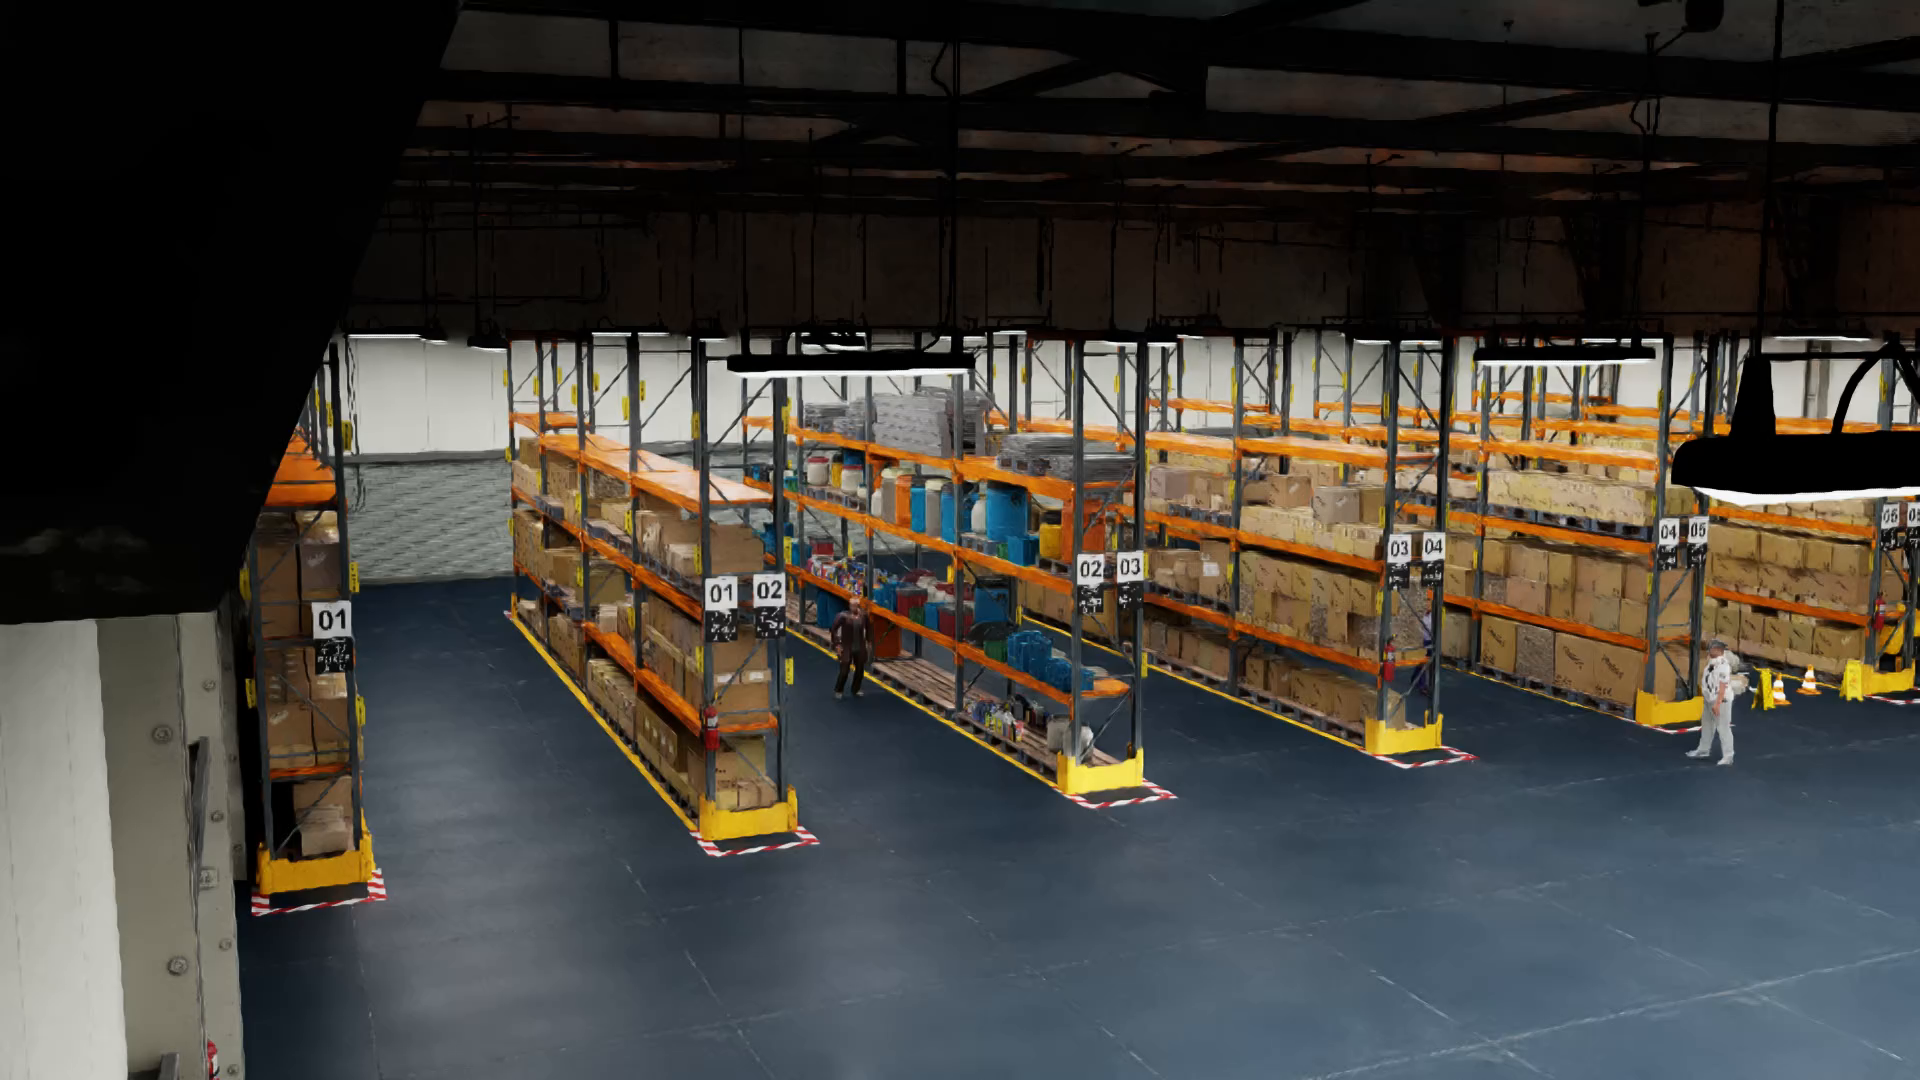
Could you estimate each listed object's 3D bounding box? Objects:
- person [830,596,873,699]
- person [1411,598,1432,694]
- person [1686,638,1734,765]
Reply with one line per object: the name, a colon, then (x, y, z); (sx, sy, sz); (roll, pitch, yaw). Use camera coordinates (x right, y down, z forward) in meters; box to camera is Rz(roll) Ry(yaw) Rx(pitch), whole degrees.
person: (-1.789, 1.762, 27.378); (0.729, 1.733, 0.546); (-3, 9, -24)
person: (7.817, 1.743, 27.945); (0.476, 1.580, 1.003); (-2, 8, -14)
person: (10.655, 2.260, 23.528); (0.580, 1.746, 0.654); (1, 8, 5)
